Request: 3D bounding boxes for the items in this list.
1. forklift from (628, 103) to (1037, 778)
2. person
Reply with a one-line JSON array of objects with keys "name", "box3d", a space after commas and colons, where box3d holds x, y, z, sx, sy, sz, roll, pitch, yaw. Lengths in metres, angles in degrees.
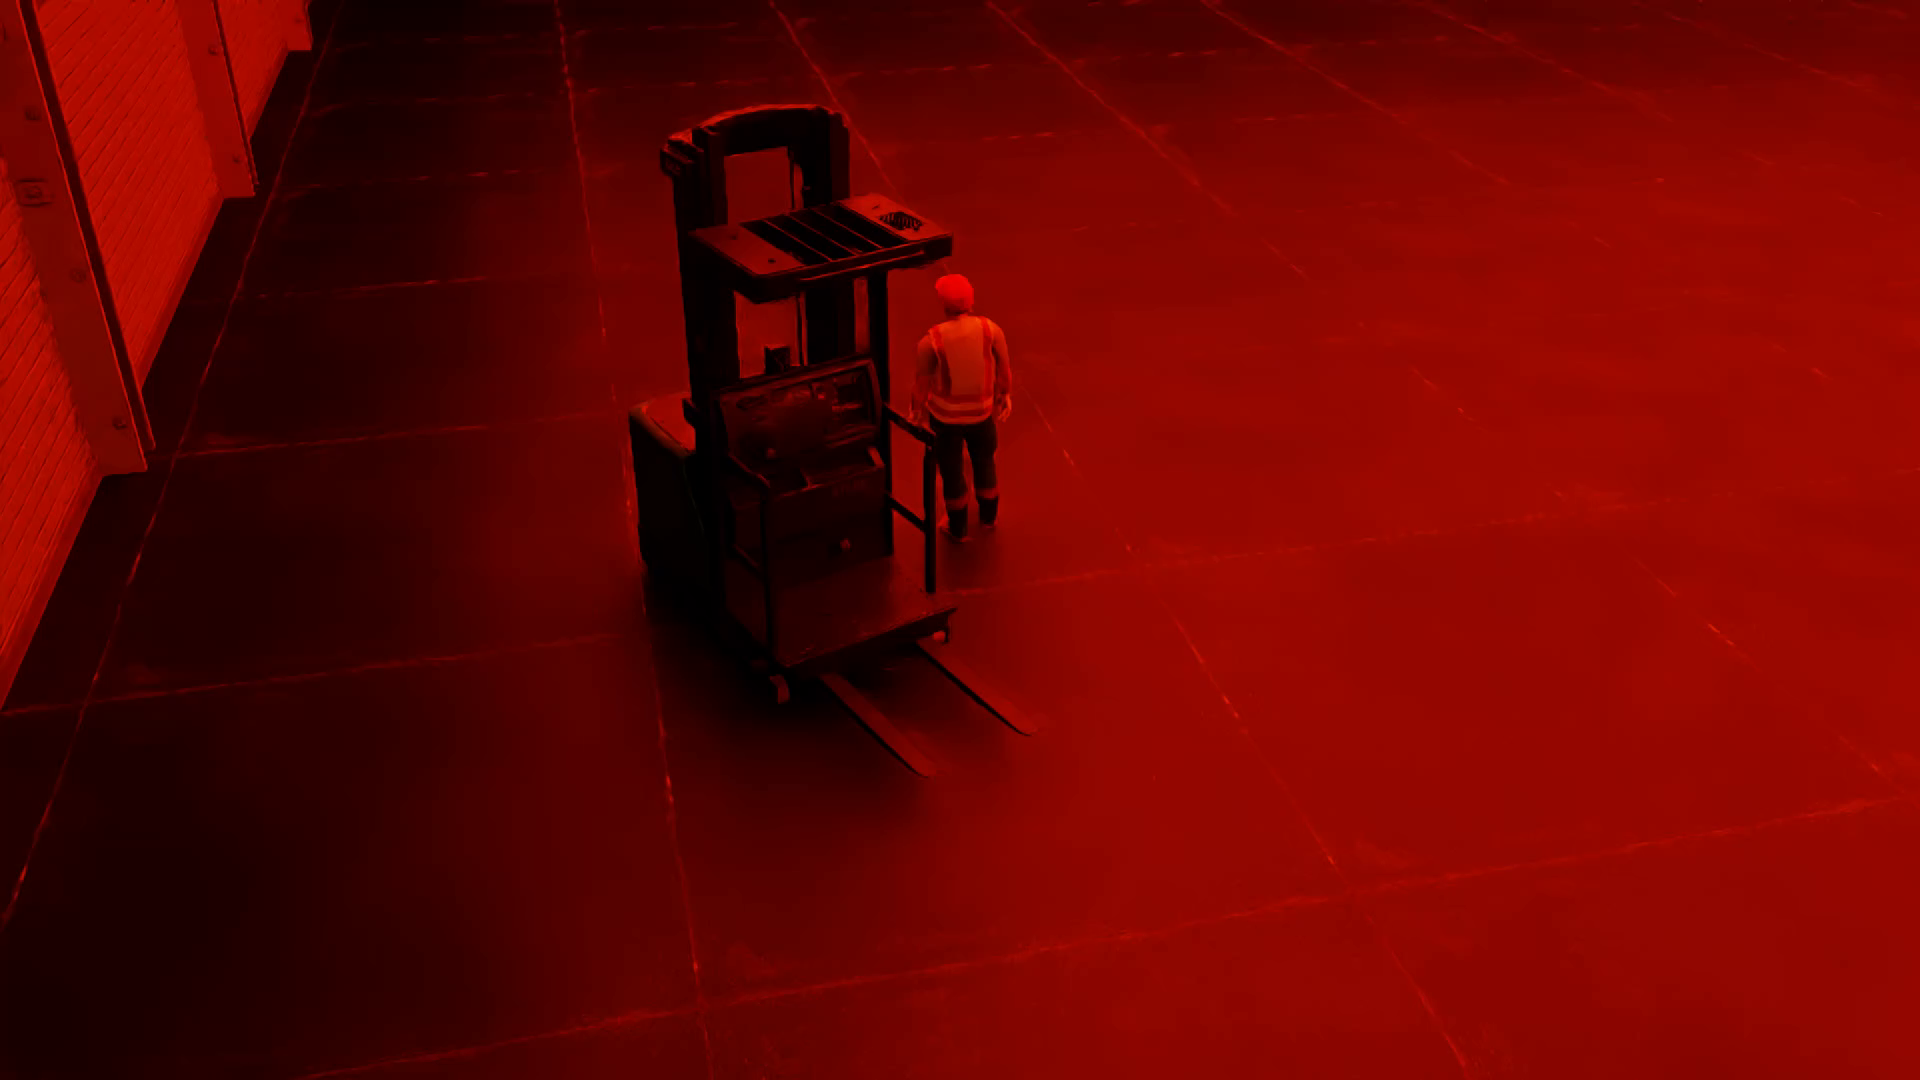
[{"name": "forklift", "box3d": [-0.723, -0.648, 8.694, 1.130, 2.935, 3.031, -18, 35, -29]}, {"name": "person", "box3d": [-0.008, -0.821, 10.118, 0.637, 1.787, 0.563, -7, 31, -12]}]
